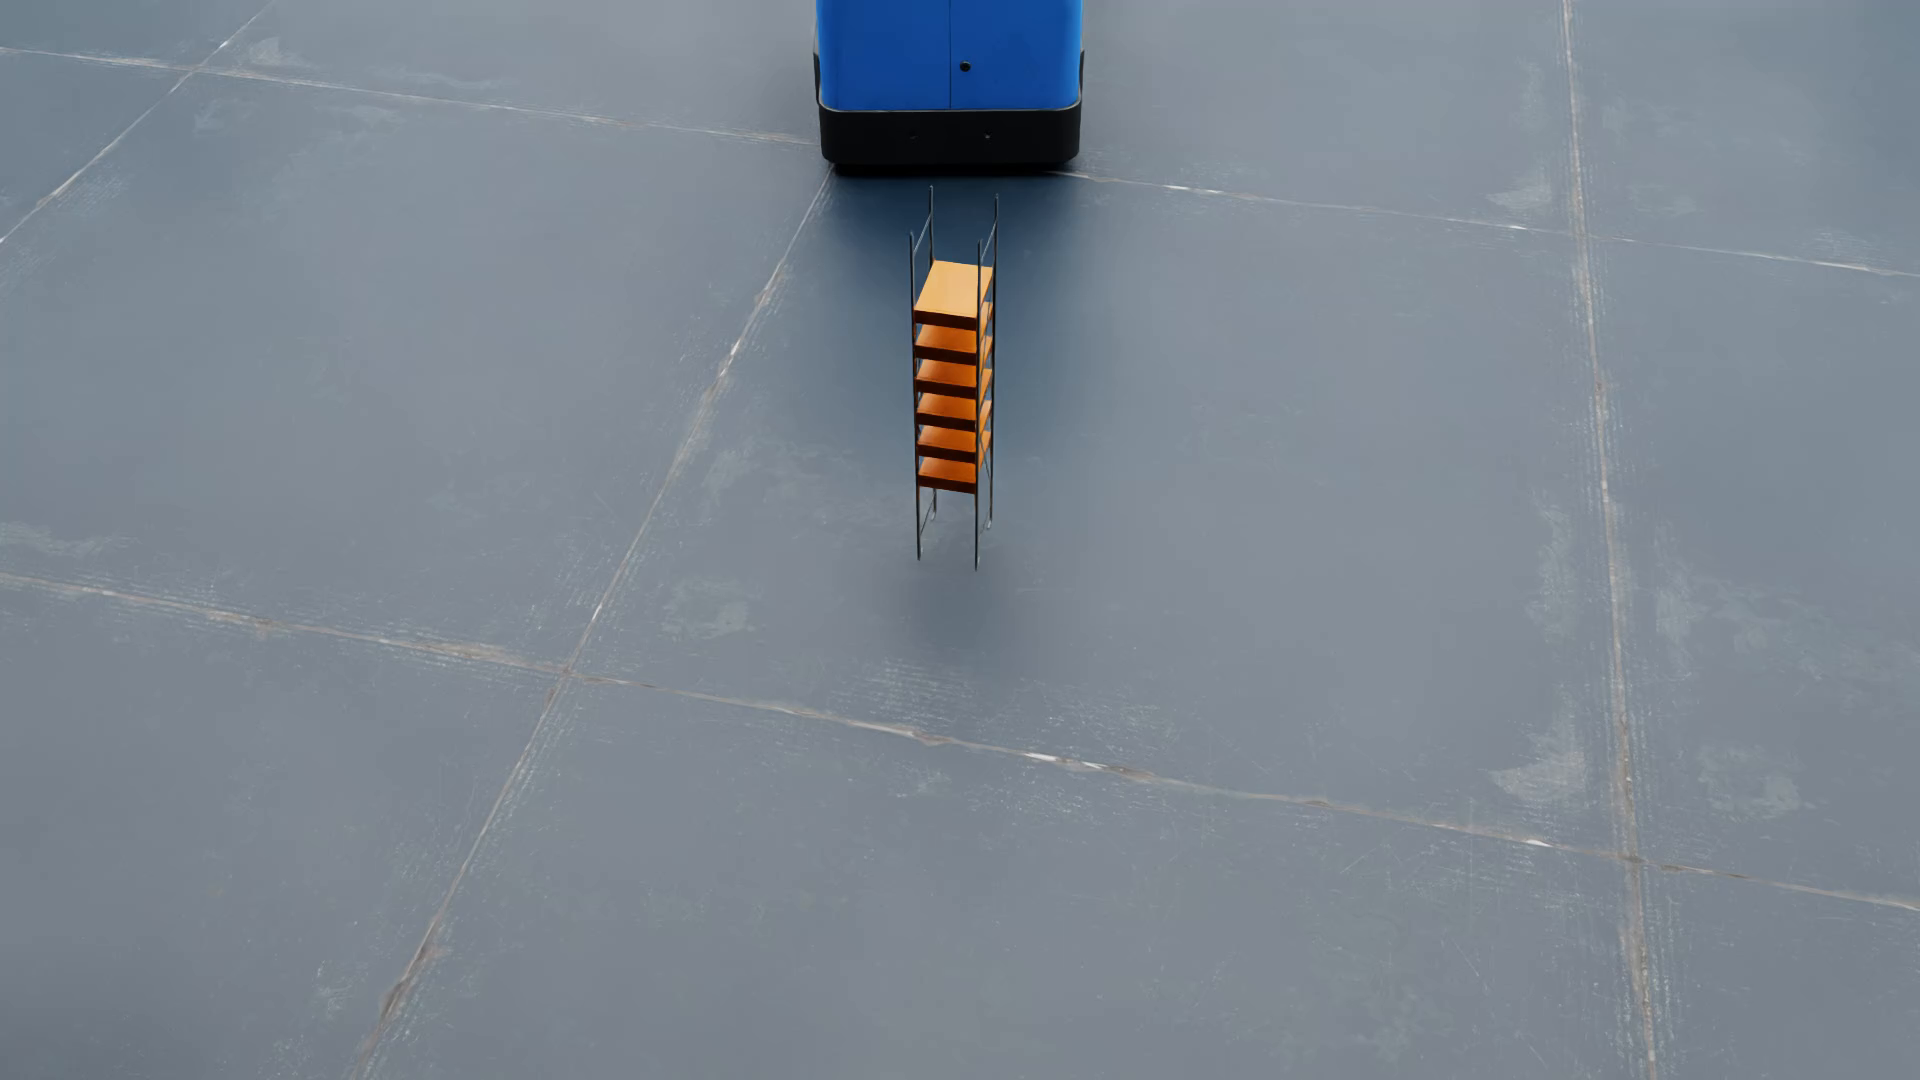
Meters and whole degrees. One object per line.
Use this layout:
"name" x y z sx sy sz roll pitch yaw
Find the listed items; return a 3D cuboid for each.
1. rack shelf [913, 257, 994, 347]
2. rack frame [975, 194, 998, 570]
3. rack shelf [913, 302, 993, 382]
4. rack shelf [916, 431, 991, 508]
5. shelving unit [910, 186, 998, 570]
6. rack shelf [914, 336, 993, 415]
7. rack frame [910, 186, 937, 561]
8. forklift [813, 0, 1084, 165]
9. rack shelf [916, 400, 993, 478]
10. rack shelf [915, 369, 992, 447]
"rack shelf" -0.014 -0.662 4.617 0.180 0.103 0.258 9 45 9
"rack frame" 0.075 -0.421 4.822 0.006 1.200 0.240 9 45 9
"rack shelf" -0.014 -0.575 4.701 0.180 0.103 0.258 9 45 9
"rack shelf" -0.014 -0.230 5.033 0.180 0.103 0.258 9 45 9
"shelving unit" -0.014 -0.434 4.836 0.189 1.200 0.258 9 45 9
"rack shelf" -0.014 -0.489 4.784 0.180 0.103 0.258 9 45 9
"rack frame" -0.103 -0.448 4.851 0.006 1.200 0.240 9 45 9
"forklift" -0.064 -3.573 6.849 1.130 2.935 3.031 -1 44 -1
"rack shelf" -0.014 -0.316 4.950 0.180 0.103 0.258 9 45 9
"rack shelf" -0.014 -0.402 4.867 0.180 0.103 0.258 9 45 9
